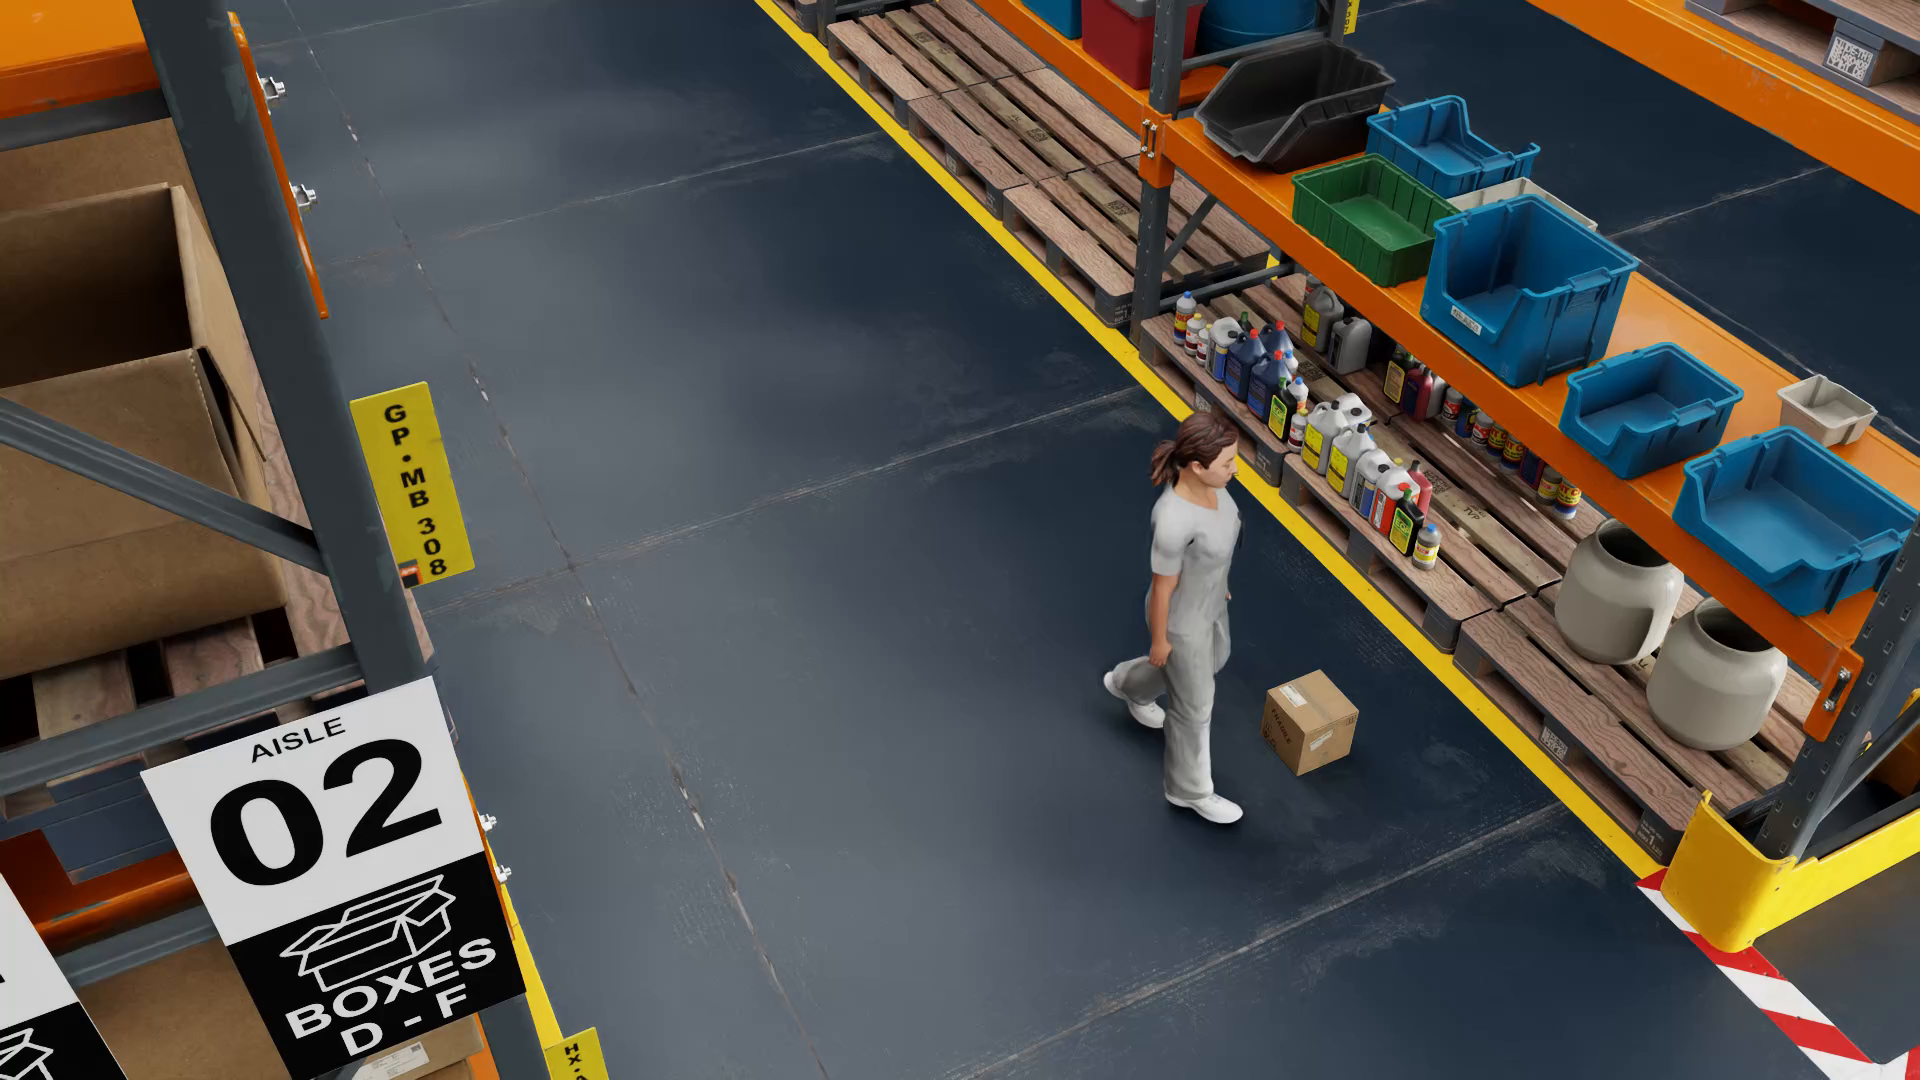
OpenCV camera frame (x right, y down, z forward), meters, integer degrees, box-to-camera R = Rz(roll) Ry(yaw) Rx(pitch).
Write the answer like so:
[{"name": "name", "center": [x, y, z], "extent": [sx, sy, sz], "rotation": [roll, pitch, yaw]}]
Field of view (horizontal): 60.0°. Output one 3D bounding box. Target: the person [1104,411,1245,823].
[{"name": "person", "center": [0.810, 0.237, 5.885], "extent": [0.668, 1.663, 0.481], "rotation": [15, 44, 17]}]
